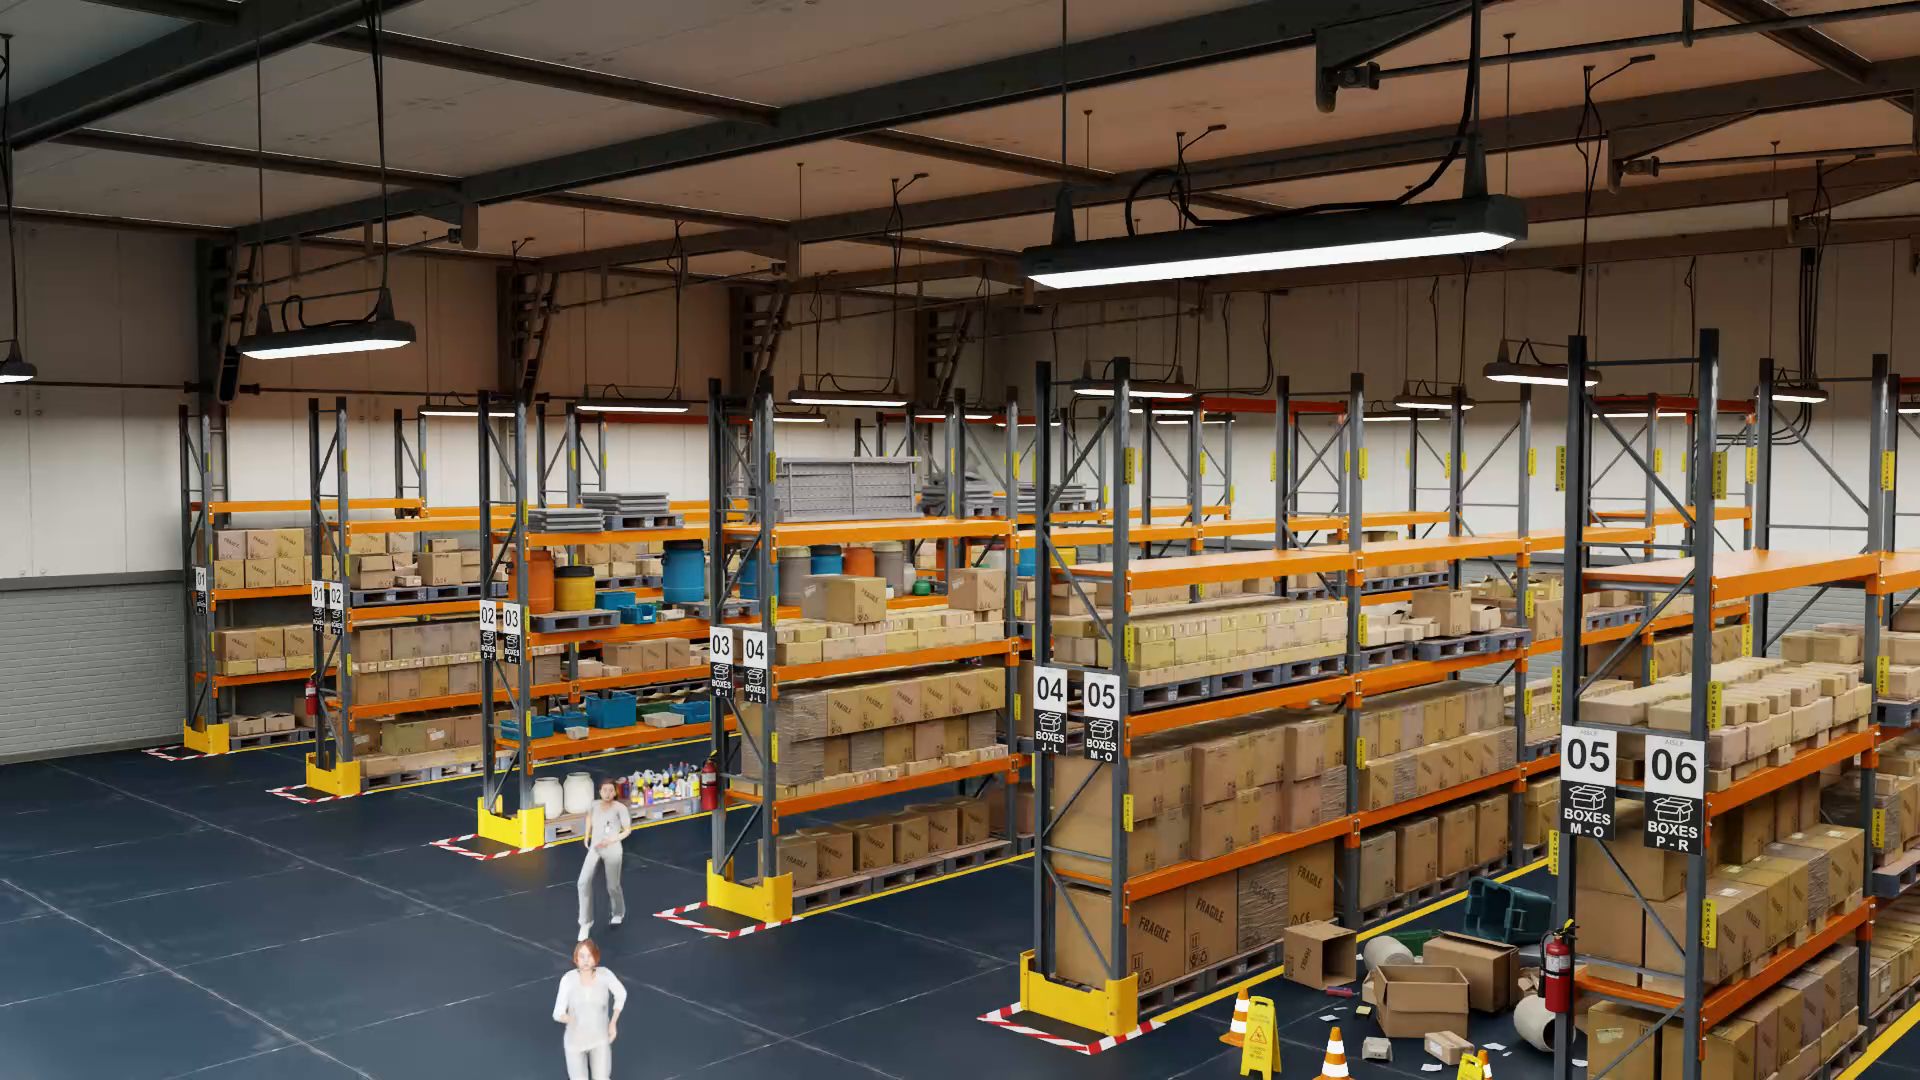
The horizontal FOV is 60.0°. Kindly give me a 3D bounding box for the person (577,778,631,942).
[{"bbox_3d":[-3.795,3.397,17.865,0.568,1.703,0.751,0,3,9],"label":"person"}]

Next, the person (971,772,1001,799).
[{"bbox_3d":[0.340,3.037,24.692,0.614,1.647,0.560,2,4,35],"label":"person"}]

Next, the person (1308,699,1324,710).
[{"bbox_3d":[5.061,3.071,23.758,0.579,1.683,0.851,2,4,35],"label":"person"}]

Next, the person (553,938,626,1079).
[{"bbox_3d":[-2.710,3.726,12.161,0.514,1.614,0.635,0,3,-9],"label":"person"}]
